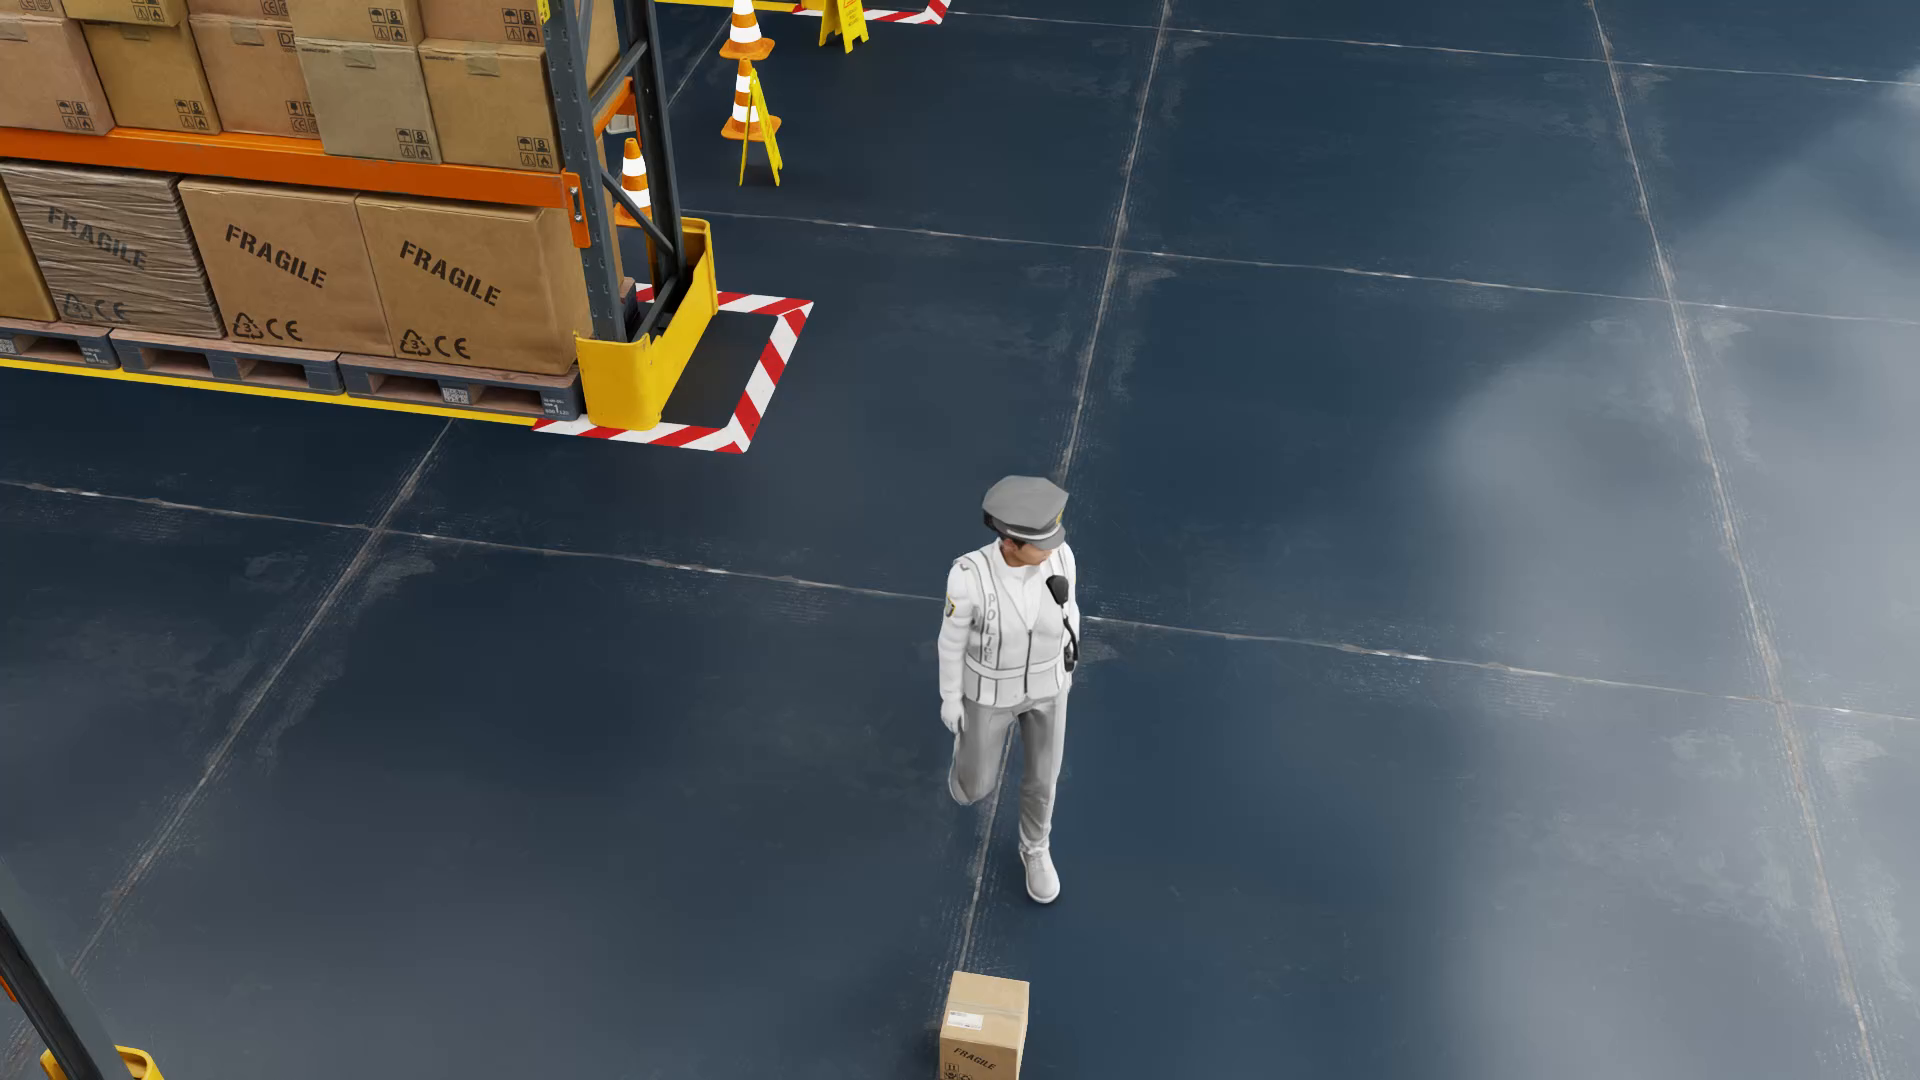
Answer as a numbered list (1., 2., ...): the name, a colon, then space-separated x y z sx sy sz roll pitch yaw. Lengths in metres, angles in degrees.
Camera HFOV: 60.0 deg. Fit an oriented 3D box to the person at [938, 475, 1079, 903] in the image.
1. person: 0.171 0.478 5.583 0.501 1.659 0.646 -11 42 -13
